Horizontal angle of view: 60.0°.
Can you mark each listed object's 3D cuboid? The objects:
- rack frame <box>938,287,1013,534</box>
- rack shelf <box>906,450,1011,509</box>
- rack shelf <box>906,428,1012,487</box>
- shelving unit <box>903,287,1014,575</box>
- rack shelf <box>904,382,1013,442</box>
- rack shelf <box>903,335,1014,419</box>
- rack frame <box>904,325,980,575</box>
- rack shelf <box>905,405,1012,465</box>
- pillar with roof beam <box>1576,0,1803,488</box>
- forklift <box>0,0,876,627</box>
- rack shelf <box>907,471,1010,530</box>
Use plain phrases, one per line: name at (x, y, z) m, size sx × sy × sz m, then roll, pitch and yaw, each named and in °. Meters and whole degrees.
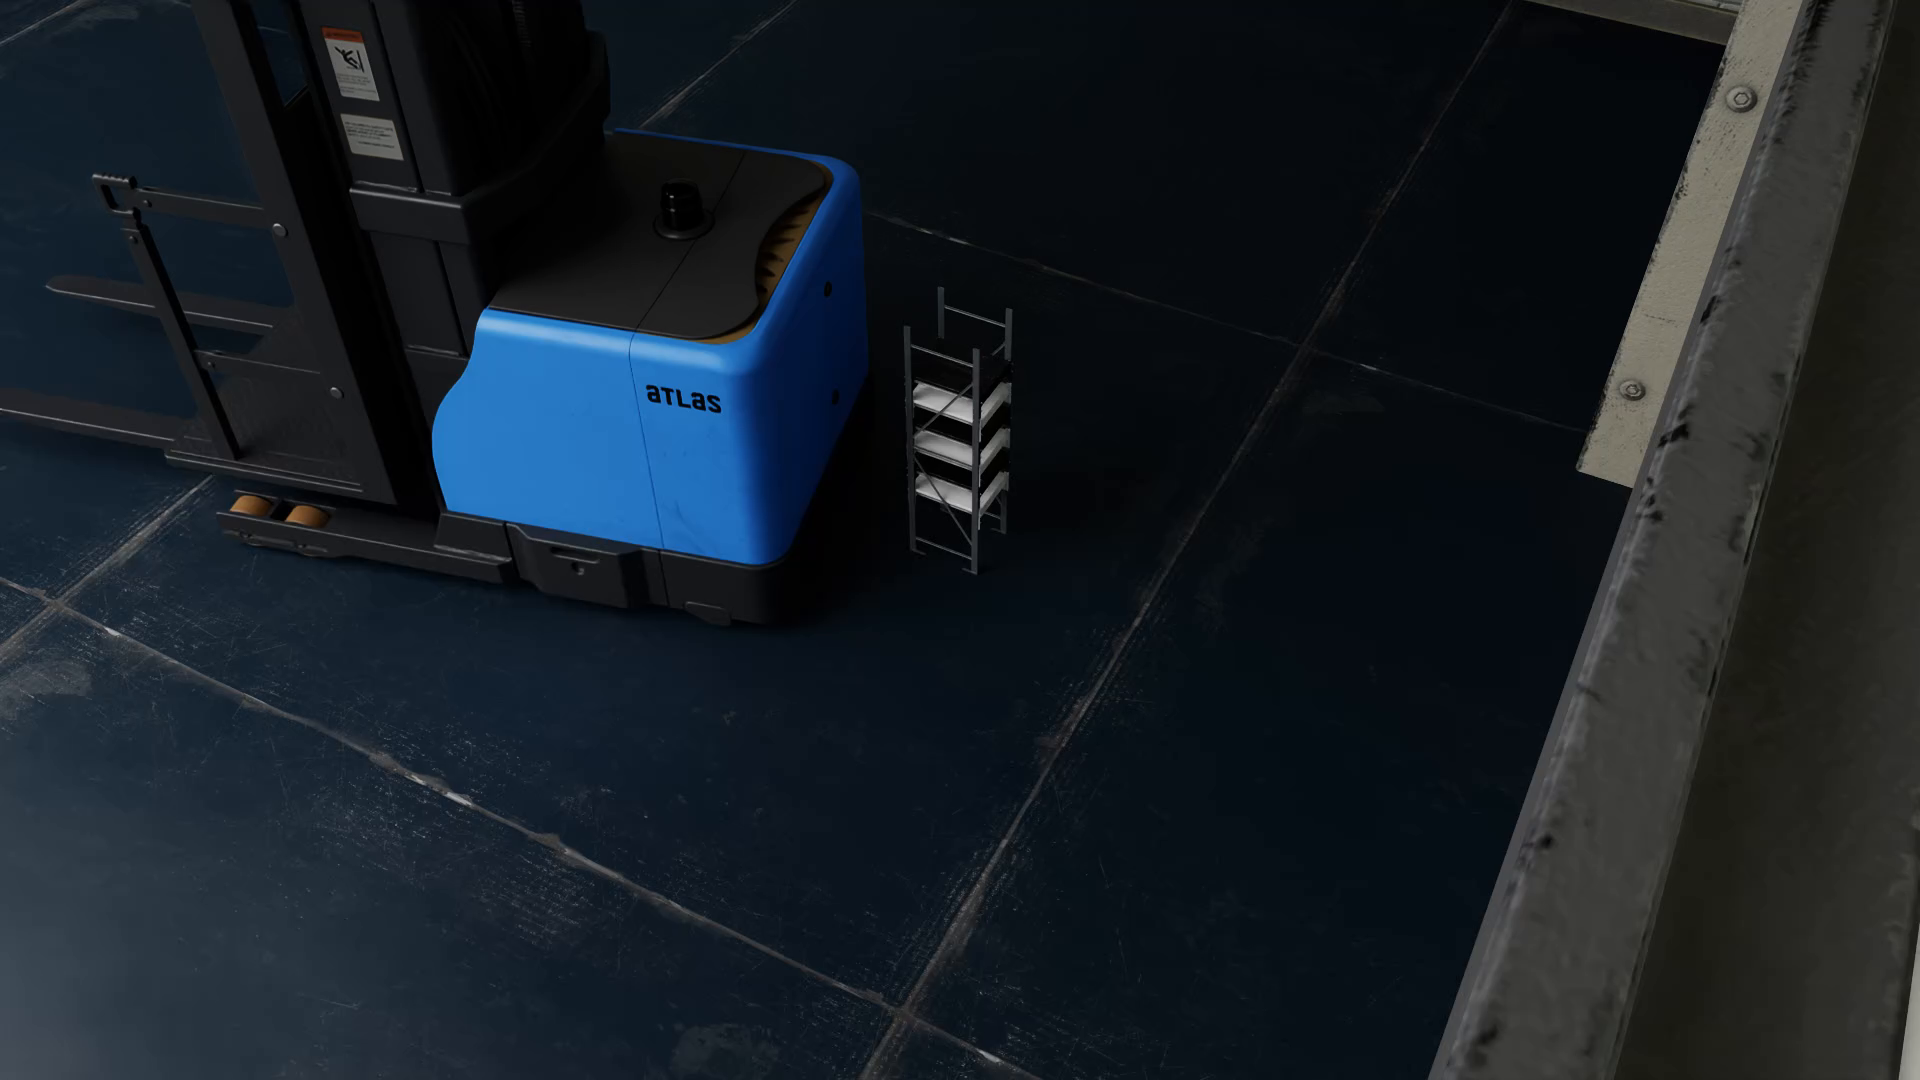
rack frame at (0.043, -0.375, 5.084) m, size 0.240 × 0.900 × 0.006 m, roll 20°, pitch 49°, yaw 19°
rack shelf at (-0.004, -0.225, 5.108) m, size 0.258 × 0.077 × 0.200 m, roll 20°, pitch 49°, yaw 19°
rack shelf at (-0.004, -0.288, 5.044) m, size 0.258 × 0.077 × 0.200 m, roll 20°, pitch 49°, yaw 19°
shelving unit at (-0.004, -0.311, 5.020) m, size 0.258 × 0.900 × 0.210 m, roll 20°, pitch 49°, yaw 19°
rack shelf at (-0.004, -0.414, 4.916) m, size 0.258 × 0.077 × 0.200 m, roll 20°, pitch 49°, yaw 19°
rack shelf at (-0.004, -0.478, 4.852) m, size 0.258 × 0.077 × 0.200 m, roll 20°, pitch 49°, yaw 19°
rack frame at (-0.051, -0.247, 4.957) m, size 0.240 × 0.900 × 0.006 m, roll 20°, pitch 49°, yaw 19°
rack shelf at (-0.004, -0.351, 4.980) m, size 0.258 × 0.077 × 0.200 m, roll 20°, pitch 49°, yaw 19°
pillar with roof beam at (-1.521, -4.895, 3.856) m, size 9.100 × 9.000 × 0.400 m, roll 20°, pitch 49°, yaw 19°
forklift at (-1.858, -1.331, 4.600) m, size 3.031 × 2.935 × 1.130 m, roll 10°, pitch 46°, yaw 10°
rack shelf at (-0.004, -0.161, 5.172) m, size 0.258 × 0.077 × 0.200 m, roll 20°, pitch 49°, yaw 19°
